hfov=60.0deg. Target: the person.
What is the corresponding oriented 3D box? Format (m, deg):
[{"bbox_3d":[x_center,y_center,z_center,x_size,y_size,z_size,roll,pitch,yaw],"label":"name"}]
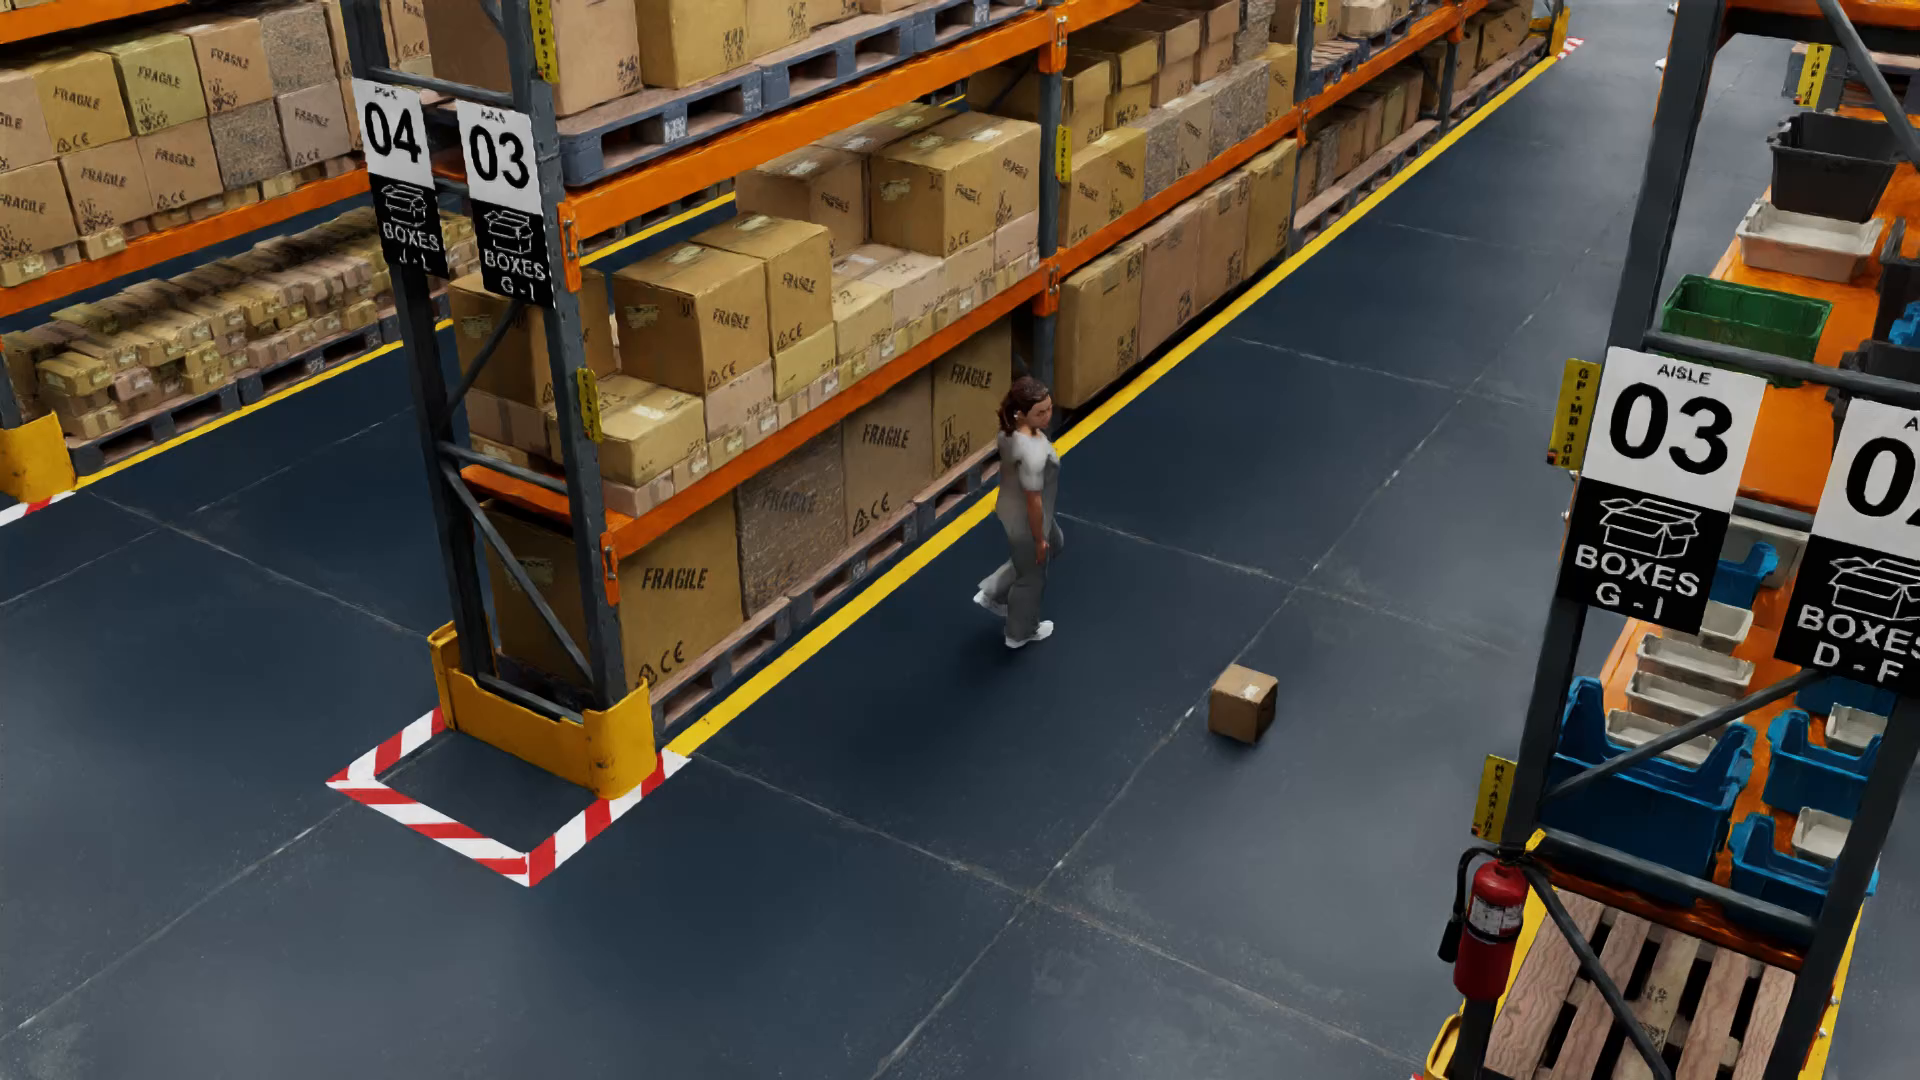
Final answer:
[{"bbox_3d":[0.359,-0.114,8.382,0.485,1.659,0.565,-11,32,-18],"label":"person"}]
